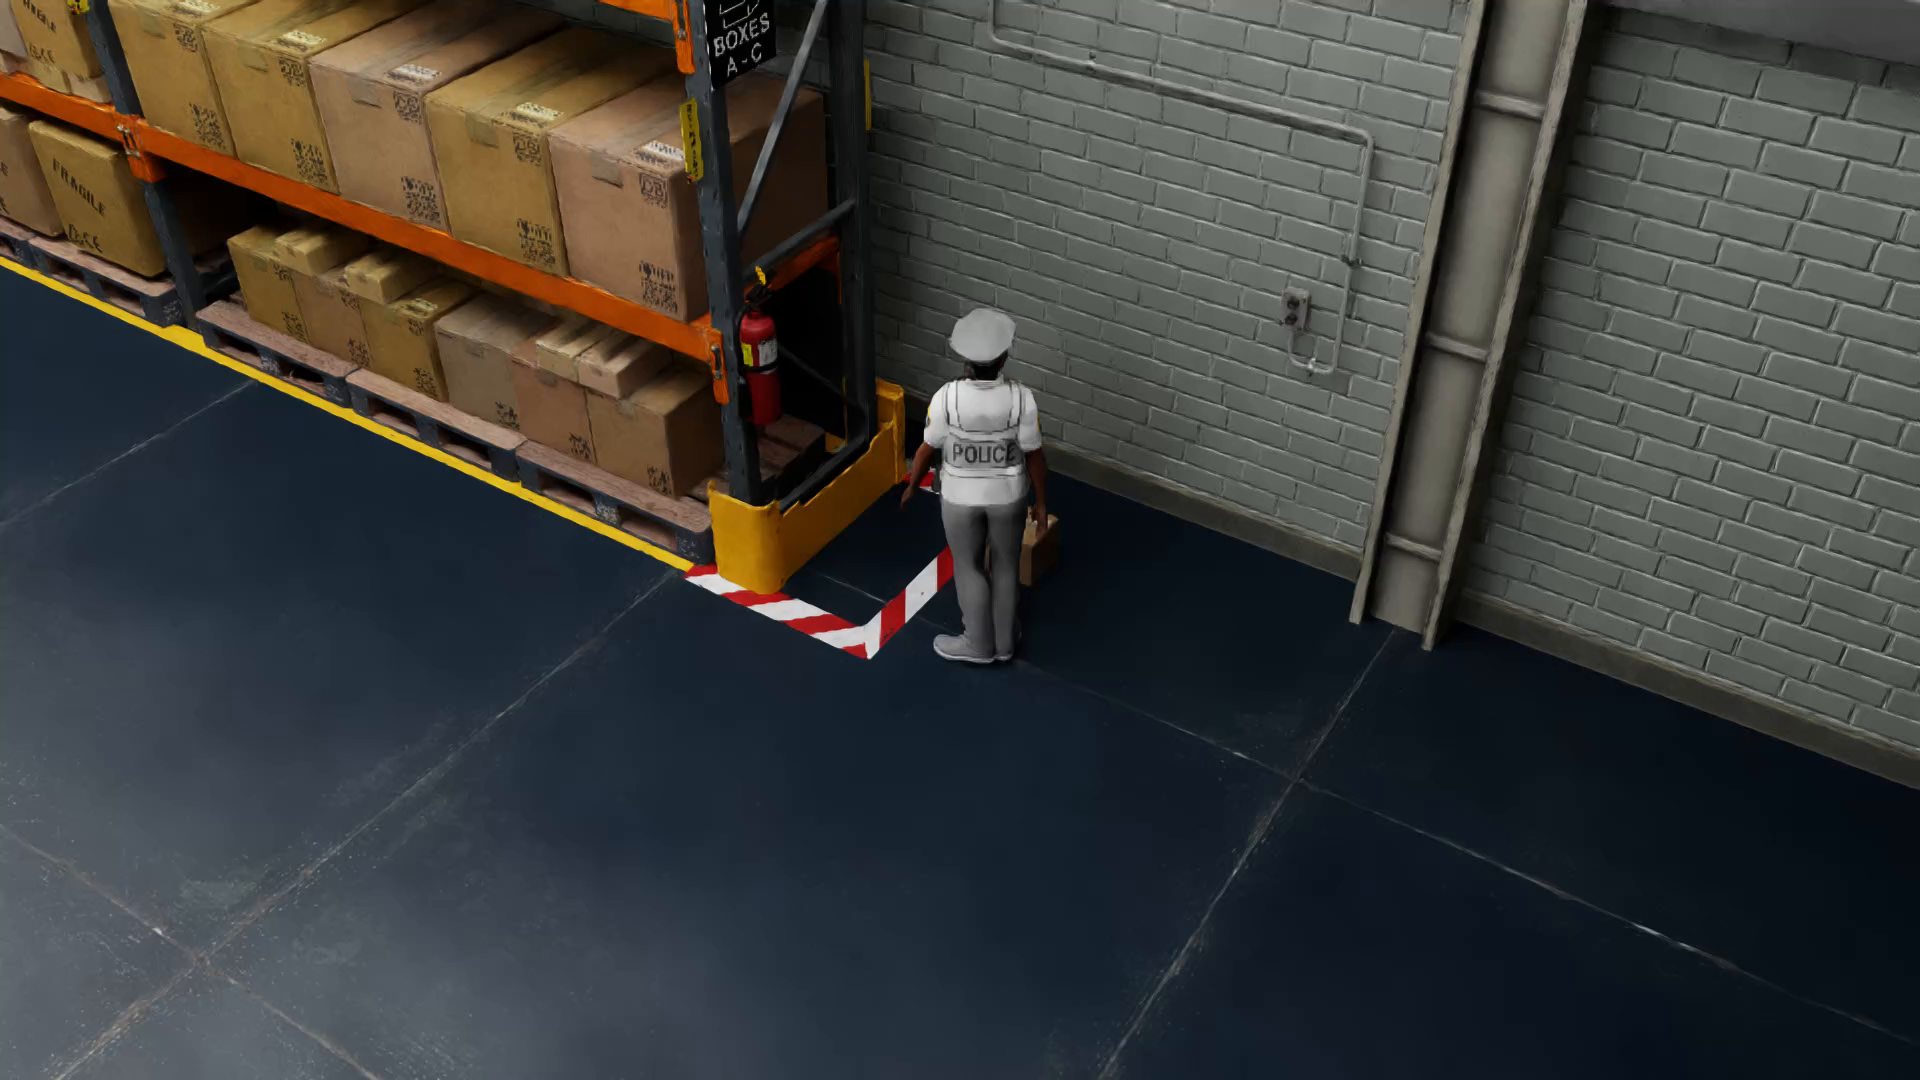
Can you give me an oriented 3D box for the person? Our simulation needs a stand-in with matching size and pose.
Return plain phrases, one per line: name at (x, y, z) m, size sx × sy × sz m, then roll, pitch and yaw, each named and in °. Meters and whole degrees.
person at (0.054, -0.446, 6.675) m, size 0.604 × 0.988 × 0.335 m, roll -2°, pitch 39°, yaw -3°
